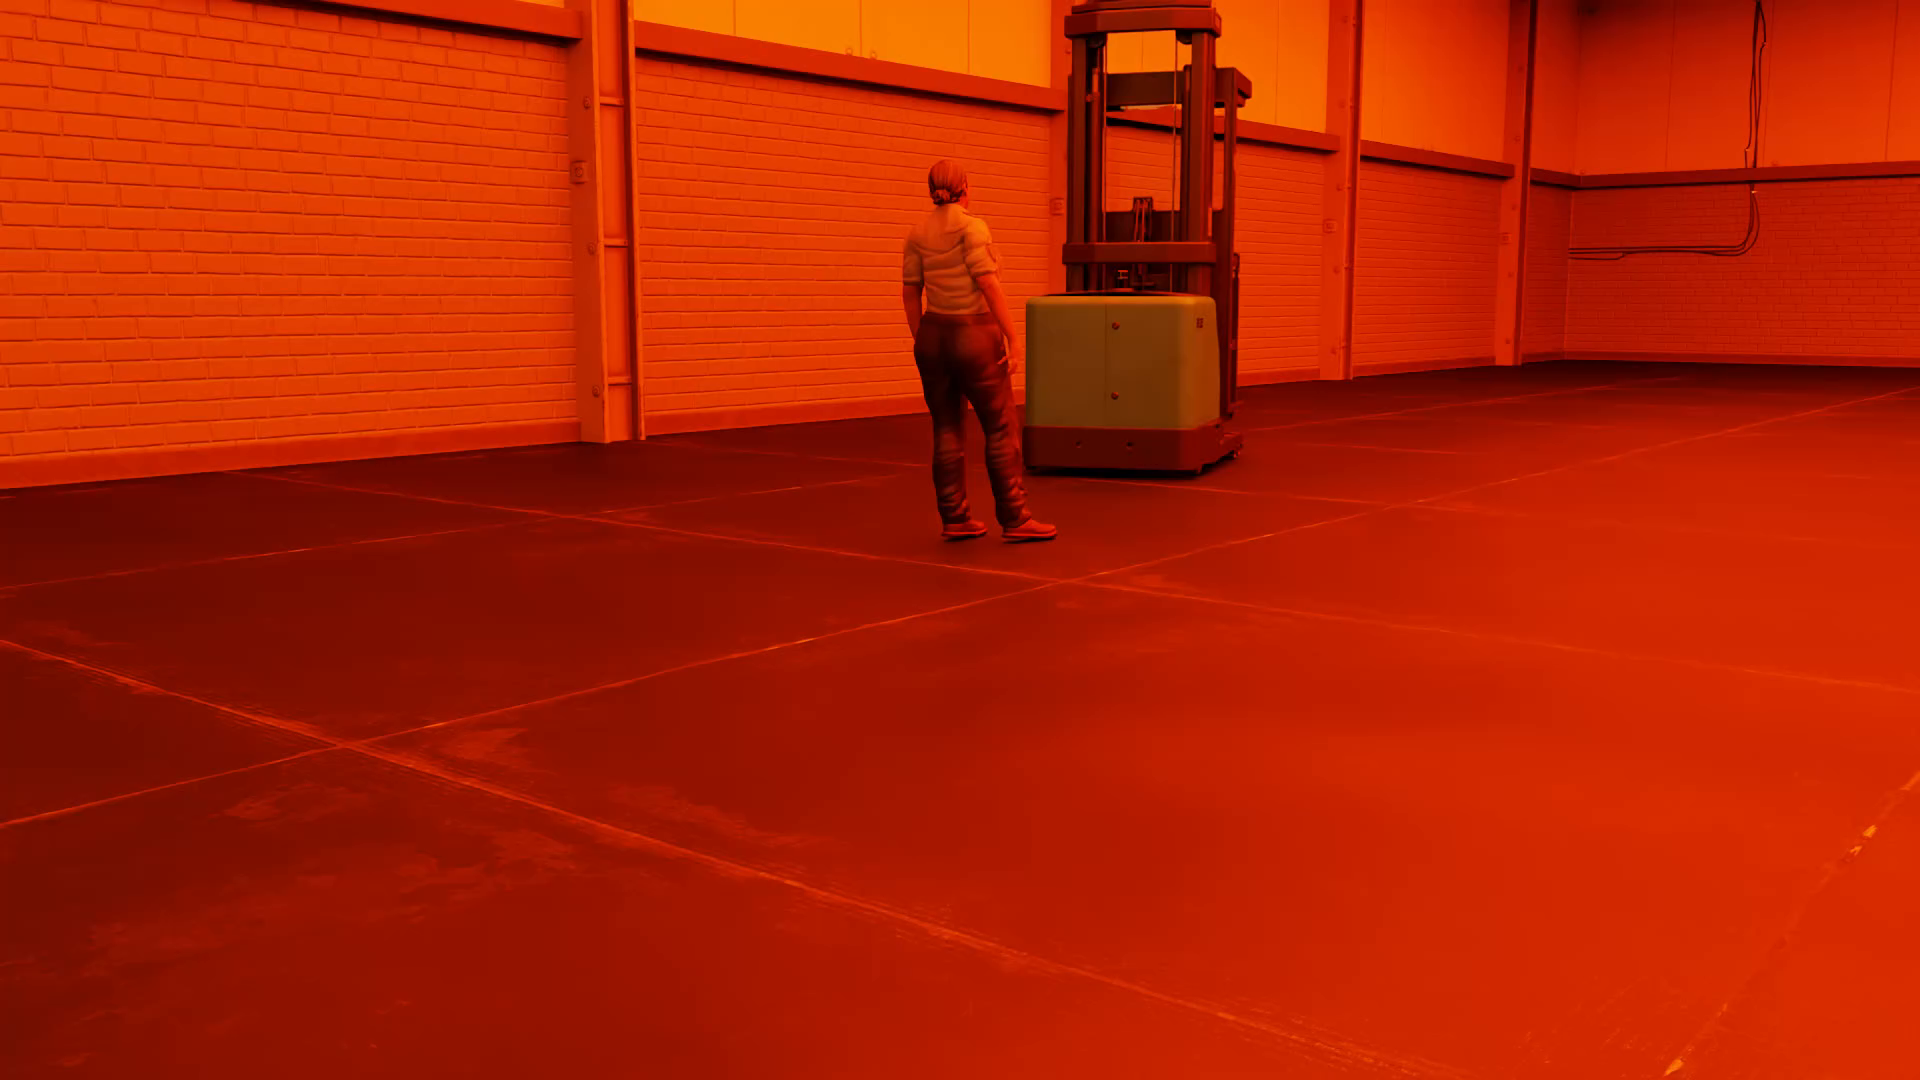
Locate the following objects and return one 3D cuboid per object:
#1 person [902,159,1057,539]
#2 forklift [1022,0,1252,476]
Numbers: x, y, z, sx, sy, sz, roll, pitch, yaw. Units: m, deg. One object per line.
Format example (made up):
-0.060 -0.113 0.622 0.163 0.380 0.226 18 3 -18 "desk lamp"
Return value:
0.074 -0.830 7.339 0.599 1.650 0.503 7 11 38 "person"
1.303 -2.009 11.008 1.130 2.935 3.031 3 9 17 "forklift"
